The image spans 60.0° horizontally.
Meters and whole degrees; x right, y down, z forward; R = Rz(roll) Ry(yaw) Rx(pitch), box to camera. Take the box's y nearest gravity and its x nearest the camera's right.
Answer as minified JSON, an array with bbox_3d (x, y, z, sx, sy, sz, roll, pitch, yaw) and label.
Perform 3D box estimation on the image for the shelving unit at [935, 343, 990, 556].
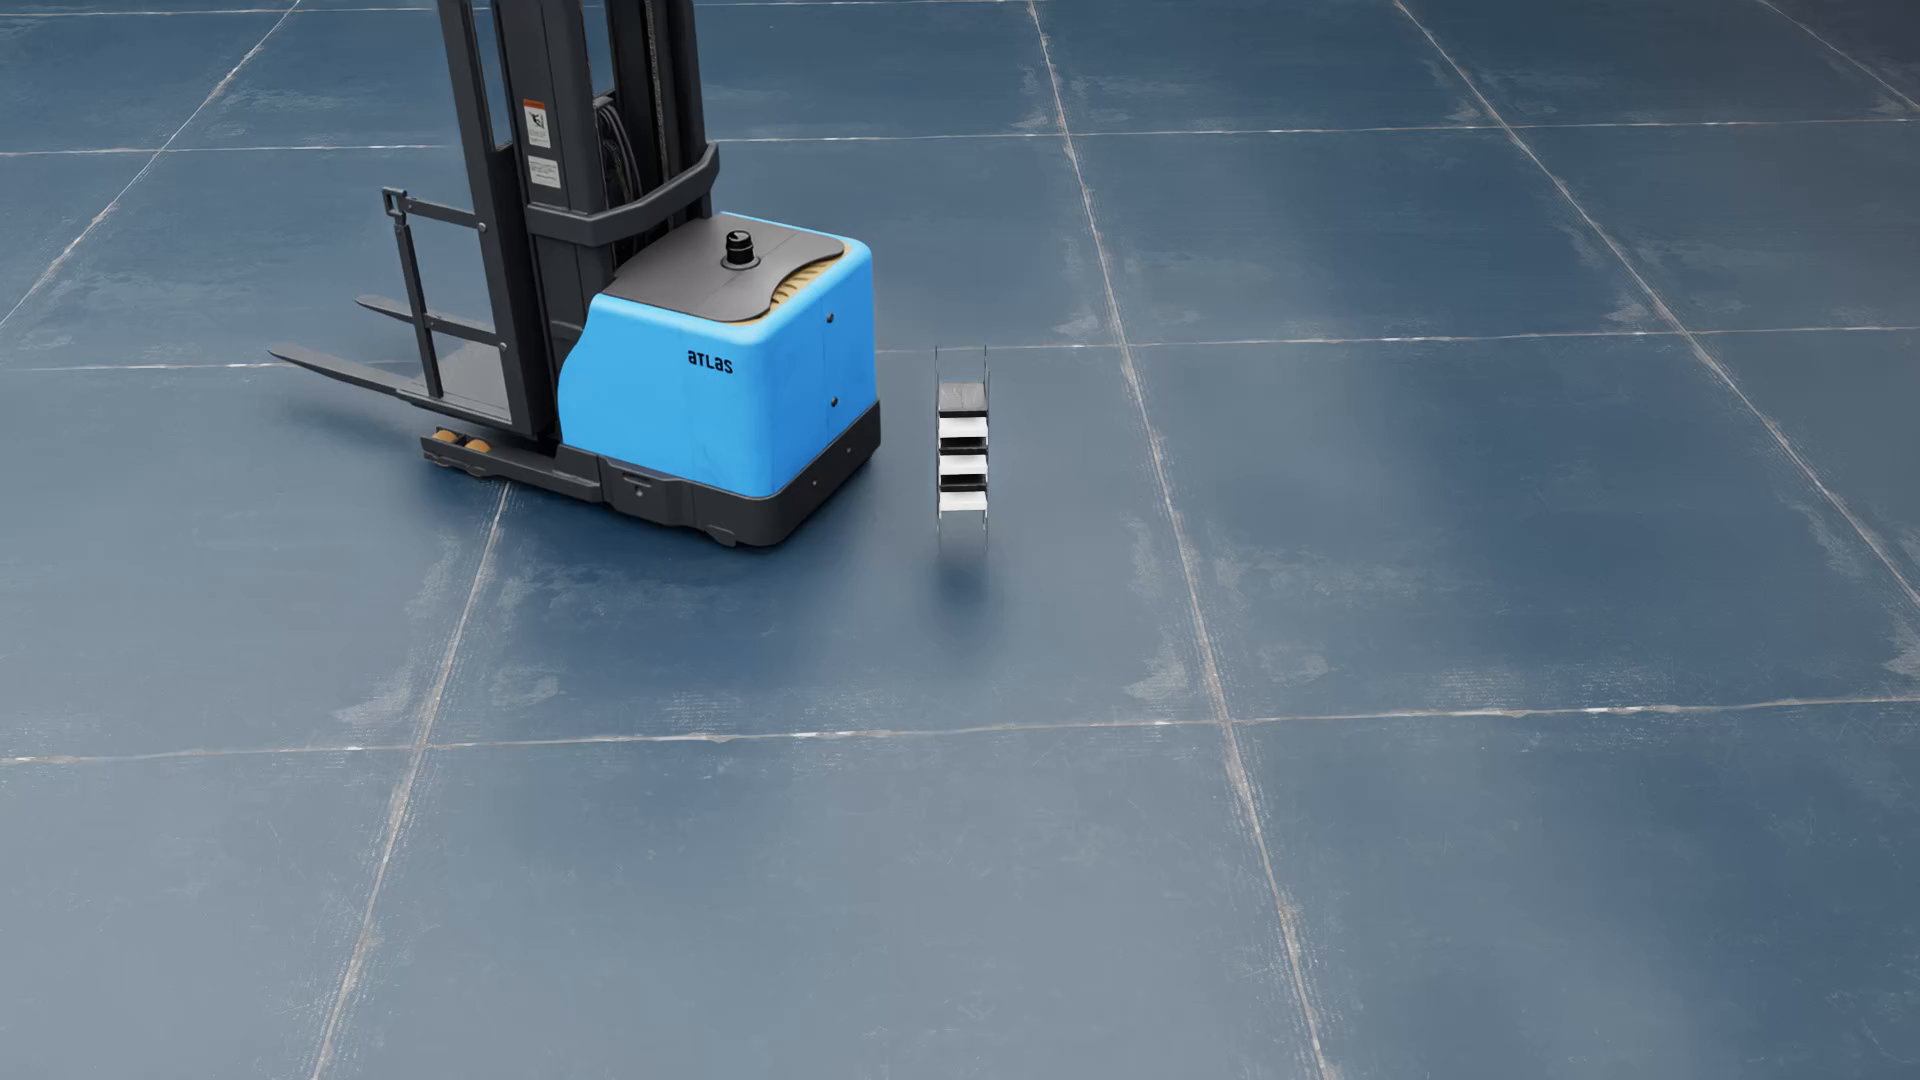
[{"bbox_3d":[0.008,-0.370,6.994,0.210,0.900,0.258,-2,35,-2],"label":"shelving unit"}]

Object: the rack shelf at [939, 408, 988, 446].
[{"bbox_3d":[0.008,-0.491,6.911,0.200,0.077,0.258,-2,35,-2],"label":"rack shelf"}]

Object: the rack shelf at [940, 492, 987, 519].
[{"bbox_3d":[0.008,-0.195,7.116,0.200,0.077,0.258,-2,35,-2],"label":"rack shelf"}]

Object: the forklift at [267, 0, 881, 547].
[{"bbox_3d":[-1.923,-1.749,7.201,3.031,2.935,1.130,16,38,21],"label":"forklift"}]

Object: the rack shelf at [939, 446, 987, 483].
[{"bbox_3d":[0.008,-0.343,7.013,0.200,0.077,0.258,-2,35,-2],"label":"rack shelf"}]

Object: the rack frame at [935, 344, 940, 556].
[{"bbox_3d":[-0.093,-0.367,6.990,0.006,0.900,0.240,-2,35,-2],"label":"rack frame"}]

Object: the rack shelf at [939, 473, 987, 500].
[{"bbox_3d":[0.008,-0.269,7.064,0.200,0.077,0.258,-2,35,-2],"label":"rack shelf"}]

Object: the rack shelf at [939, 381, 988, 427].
[{"bbox_3d":[0.008,-0.565,6.860,0.200,0.077,0.258,-2,35,-2],"label":"rack shelf"}]

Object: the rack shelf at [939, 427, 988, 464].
[{"bbox_3d":[0.008,-0.417,6.962,0.200,0.077,0.258,-2,35,-2],"label":"rack shelf"}]

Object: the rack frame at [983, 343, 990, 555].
[{"bbox_3d":[0.110,-0.373,6.998,0.006,0.900,0.240,-2,35,-2],"label":"rack frame"}]
